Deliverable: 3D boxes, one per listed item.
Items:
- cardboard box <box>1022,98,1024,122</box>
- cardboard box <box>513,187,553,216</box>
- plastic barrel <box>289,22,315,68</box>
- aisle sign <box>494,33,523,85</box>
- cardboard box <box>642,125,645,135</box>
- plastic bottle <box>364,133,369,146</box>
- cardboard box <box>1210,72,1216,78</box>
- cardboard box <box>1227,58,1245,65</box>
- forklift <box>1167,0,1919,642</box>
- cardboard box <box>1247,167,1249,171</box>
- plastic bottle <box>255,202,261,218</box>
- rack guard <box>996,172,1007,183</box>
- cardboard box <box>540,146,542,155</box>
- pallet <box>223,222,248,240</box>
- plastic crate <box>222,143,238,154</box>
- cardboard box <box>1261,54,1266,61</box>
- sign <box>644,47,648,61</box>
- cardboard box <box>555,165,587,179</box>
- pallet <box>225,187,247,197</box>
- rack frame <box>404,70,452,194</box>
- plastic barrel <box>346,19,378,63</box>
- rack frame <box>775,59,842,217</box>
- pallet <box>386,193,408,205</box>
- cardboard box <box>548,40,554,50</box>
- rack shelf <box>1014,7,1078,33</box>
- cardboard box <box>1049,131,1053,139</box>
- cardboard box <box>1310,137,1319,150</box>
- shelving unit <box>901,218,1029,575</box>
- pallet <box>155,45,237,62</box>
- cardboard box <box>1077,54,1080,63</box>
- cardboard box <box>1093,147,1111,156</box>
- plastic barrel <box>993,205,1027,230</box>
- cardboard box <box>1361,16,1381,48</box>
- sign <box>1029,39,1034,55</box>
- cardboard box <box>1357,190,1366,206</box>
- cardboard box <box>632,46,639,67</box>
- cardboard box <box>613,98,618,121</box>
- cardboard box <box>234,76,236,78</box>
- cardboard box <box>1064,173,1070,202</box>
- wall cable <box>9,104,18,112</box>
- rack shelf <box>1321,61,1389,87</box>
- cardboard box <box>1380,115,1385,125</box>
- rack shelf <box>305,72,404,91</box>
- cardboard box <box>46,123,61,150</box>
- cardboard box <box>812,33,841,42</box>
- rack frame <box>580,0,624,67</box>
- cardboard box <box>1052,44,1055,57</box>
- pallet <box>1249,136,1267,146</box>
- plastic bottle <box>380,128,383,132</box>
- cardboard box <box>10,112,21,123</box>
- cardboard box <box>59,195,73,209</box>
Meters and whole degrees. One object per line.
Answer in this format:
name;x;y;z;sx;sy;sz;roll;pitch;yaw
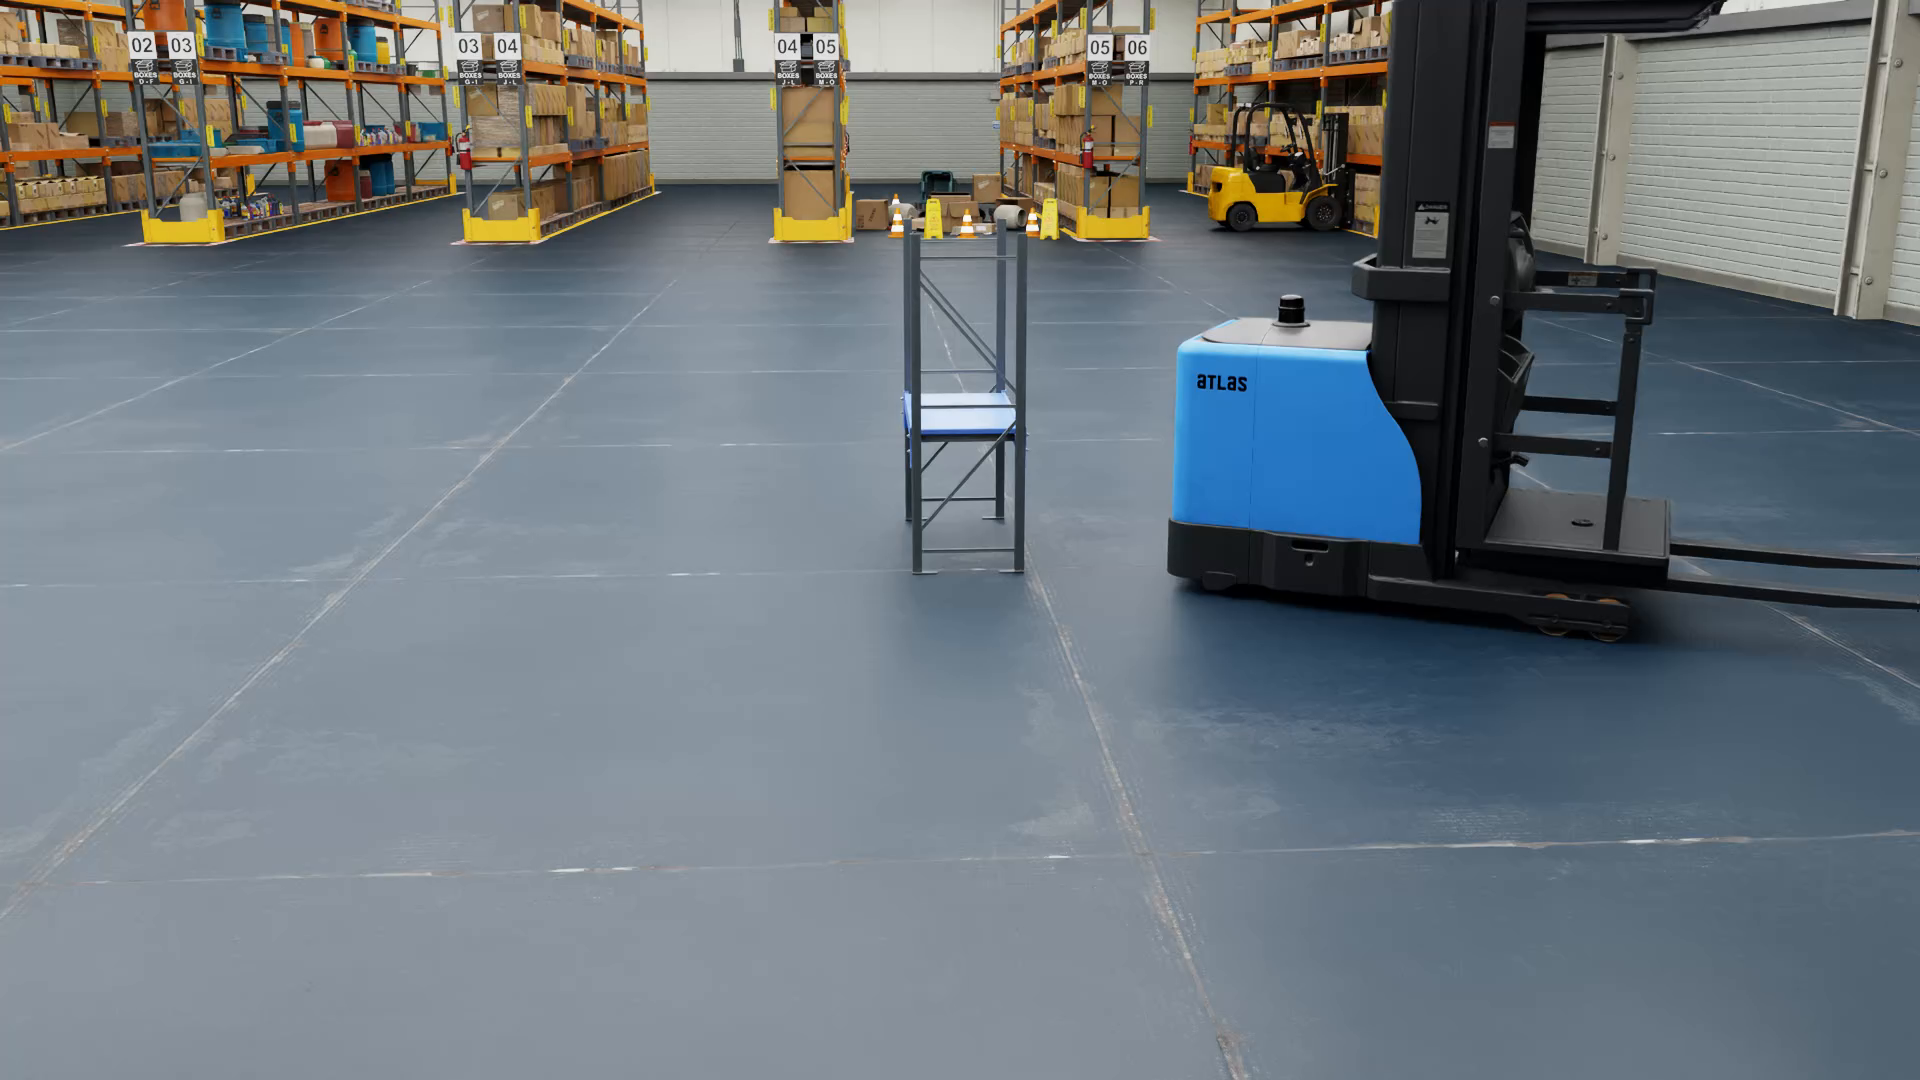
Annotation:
cardboard box;1.644;-9.450;36.527;0.500;0.500;0.500;-1;14;-4
cardboard box;-7.590;-6.018;29.571;0.500;0.500;0.500;4;15;14
plastic barrel;-12.975;-9.674;32.580;0.600;0.901;0.600;0;14;0
aisle sign;-7.066;-7.521;26.021;0.394;0.787;0.004;-1;14;-3
cardboard box;-8.035;-10.081;40.892;0.500;0.250;0.500;-1;14;-4
plastic bottle;-12.519;-8.449;35.078;0.061;0.283;0.133;-1;14;-3
cardboard box;6.290;-11.286;40.356;0.380;0.149;0.250;-1;14;-2
cardboard box;6.353;-10.990;38.163;0.380;0.149;0.250;-1;14;-3
forklift;2.464;-1.173;6.702;3.031;2.935;1.130;6;16;22
cardboard box;6.632;-8.378;37.440;0.380;0.149;0.250;0;14;-1
plastic bottle;-12.154;-5.705;28.770;0.097;0.271;0.097;0;14;0
rack guard;1.529;-9.201;42.782;1.175;0.500;0.348;-1;14;-3
cardboard box;-7.233;-6.537;27.916;0.380;0.149;0.250;-1;14;-3
pallet;-12.410;-5.066;27.294;1.003;0.211;1.213;-1;14;-3
plastic crate;-12.759;-6.747;28.654;0.450;0.188;0.662;-1;14;-3
cardboard box;6.671;-10.342;35.684;0.380;0.149;0.250;-1;14;-3
sign;-7.819;-12.100;41.398;0.100;0.325;0.005;-1;14;-3
cardboard box;-7.751;-7.330;33.125;0.500;0.250;0.500;1;14;3
pallet;-18.193;-8.532;40.766;1.003;0.211;1.213;-1;14;-3
rack frame;-13.304;-10.176;41.556;1.000;3.000;0.127;-1;14;-3
plastic barrel;-12.798;-10.658;35.560;0.600;0.901;0.708;-1;14;-3
rack frame;-2.413;-6.324;26.587;1.000;3.000;0.127;-1;14;-3
pallet;-13.050;-7.638;37.288;1.003;0.211;1.213;-1;14;-3
cardboard box;-7.239;-8.567;28.786;0.380;0.149;0.250;-1;14;-5
rack shelf;1.902;-11.276;36.040;1.077;0.370;4.000;-1;14;-3
cardboard box;1.916;-7.756;31.811;0.380;0.149;0.250;-1;14;-4
cardboard box;6.935;-7.547;31.640;0.500;0.250;0.500;-1;14;-2
shelving unit;0.005;-0.705;7.757;0.538;1.500;1.048;-1;14;-3
pallet;-12.267;-7.765;26.545;1.003;0.211;1.213;-1;14;-3
cardboard box;2.177;-8.095;27.952;0.380;0.149;0.250;-1;14;-4
cardboard box;2.285;-6.394;27.362;0.380;0.149;0.250;0;14;-2
plastic barrel;0.882;-5.669;29.209;0.512;0.421;0.421;10;18;35
cardboard box;7.241;-8.619;28.242;0.700;0.500;0.500;-1;14;-3
sign;1.471;-10.150;34.241;0.100;0.325;0.005;-1;14;-3
cardboard box;7.113;-5.859;28.448;0.500;0.250;0.500;-1;14;-4
cardboard box;-8.275;-11.877;40.902;0.700;0.500;0.500;-2;15;-7
cardboard box;-8.065;-9.633;37.232;0.797;0.503;0.637;-1;14;-5
cardboard box;-17.954;-11.357;40.426;0.500;0.250;0.500;-1;14;-3
cardboard box;2.116;-6.243;29.441;0.500;0.500;0.500;0;14;-1
wall cable;-24.216;-10.819;42.016;0.084;1.984;1.851;-1;14;-3
rack shelf;7.351;-8.105;28.932;1.077;0.370;4.000;-1;14;-3
cardboard box;7.174;-6.948;27.508;0.380;0.149;0.250;-1;14;-3
rack shelf;-12.933;-9.788;35.472;1.077;0.370;4.000;-1;14;-3
cardboard box;-17.633;-7.742;31.896;0.500;0.500;0.500;-2;15;-6
cardboard box;-2.374;-8.977;29.536;0.500;0.250;0.500;-1;14;-4
rack frame;-8.113;-12.163;37.239;1.000;3.000;0.127;-1;14;-3
cardboard box;2.036;-9.400;31.979;0.500;0.250;0.500;-1;14;-3
pallet;6.868;-8.568;35.691;1.213;0.211;1.003;-1;14;-3
plastic bottle;-12.817;-8.931;36.818;0.144;0.351;0.185;-1;14;-3
cardboard box;-23.095;-9.861;39.729;0.980;0.700;0.700;-1;14;-4
cardboard box;-17.378;-6.474;31.844;0.500;0.250;0.500;-1;14;-2
